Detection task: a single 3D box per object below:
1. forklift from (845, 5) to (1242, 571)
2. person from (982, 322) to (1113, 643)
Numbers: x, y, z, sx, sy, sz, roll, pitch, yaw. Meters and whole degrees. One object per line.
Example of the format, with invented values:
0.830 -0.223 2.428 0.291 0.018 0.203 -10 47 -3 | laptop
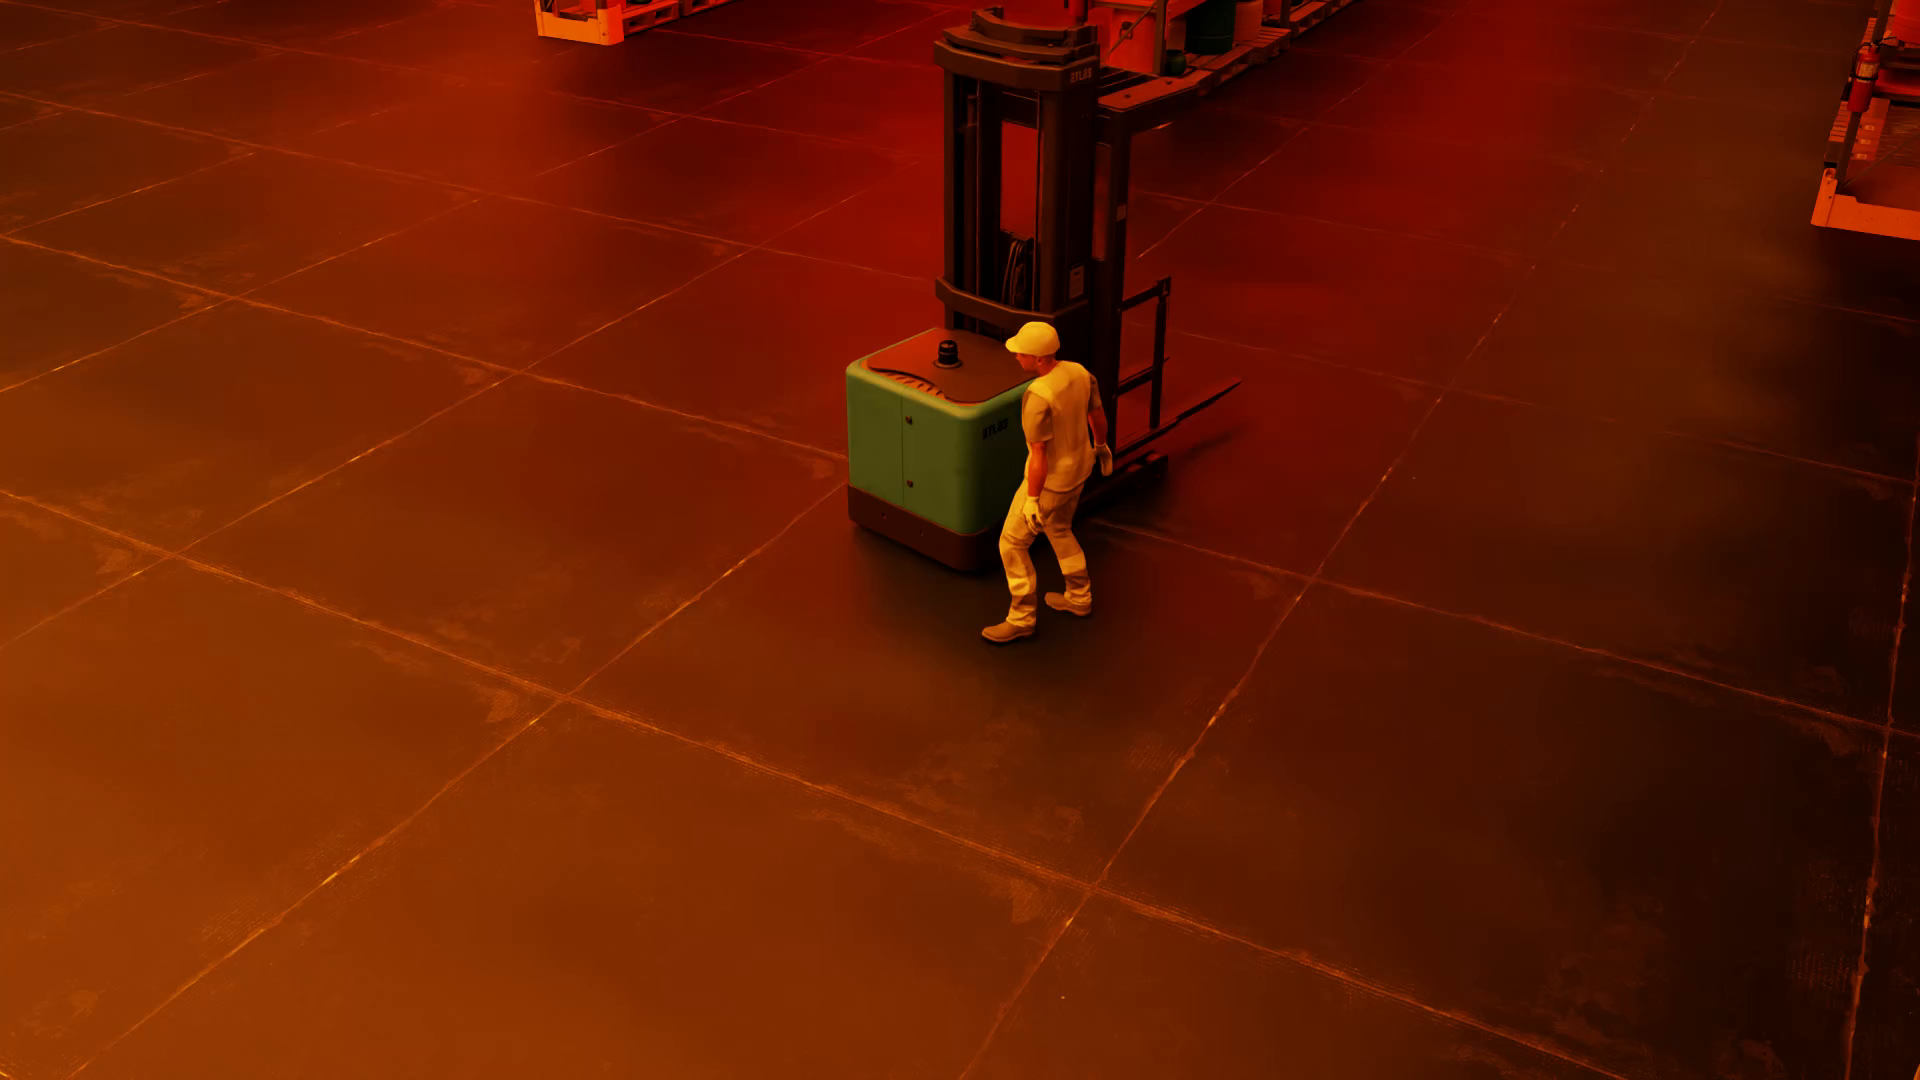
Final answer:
0.684 -1.739 10.085 1.130 2.935 3.031 25 38 36 | forklift
0.469 -0.342 8.863 0.450 1.749 0.876 19 35 29 | person
